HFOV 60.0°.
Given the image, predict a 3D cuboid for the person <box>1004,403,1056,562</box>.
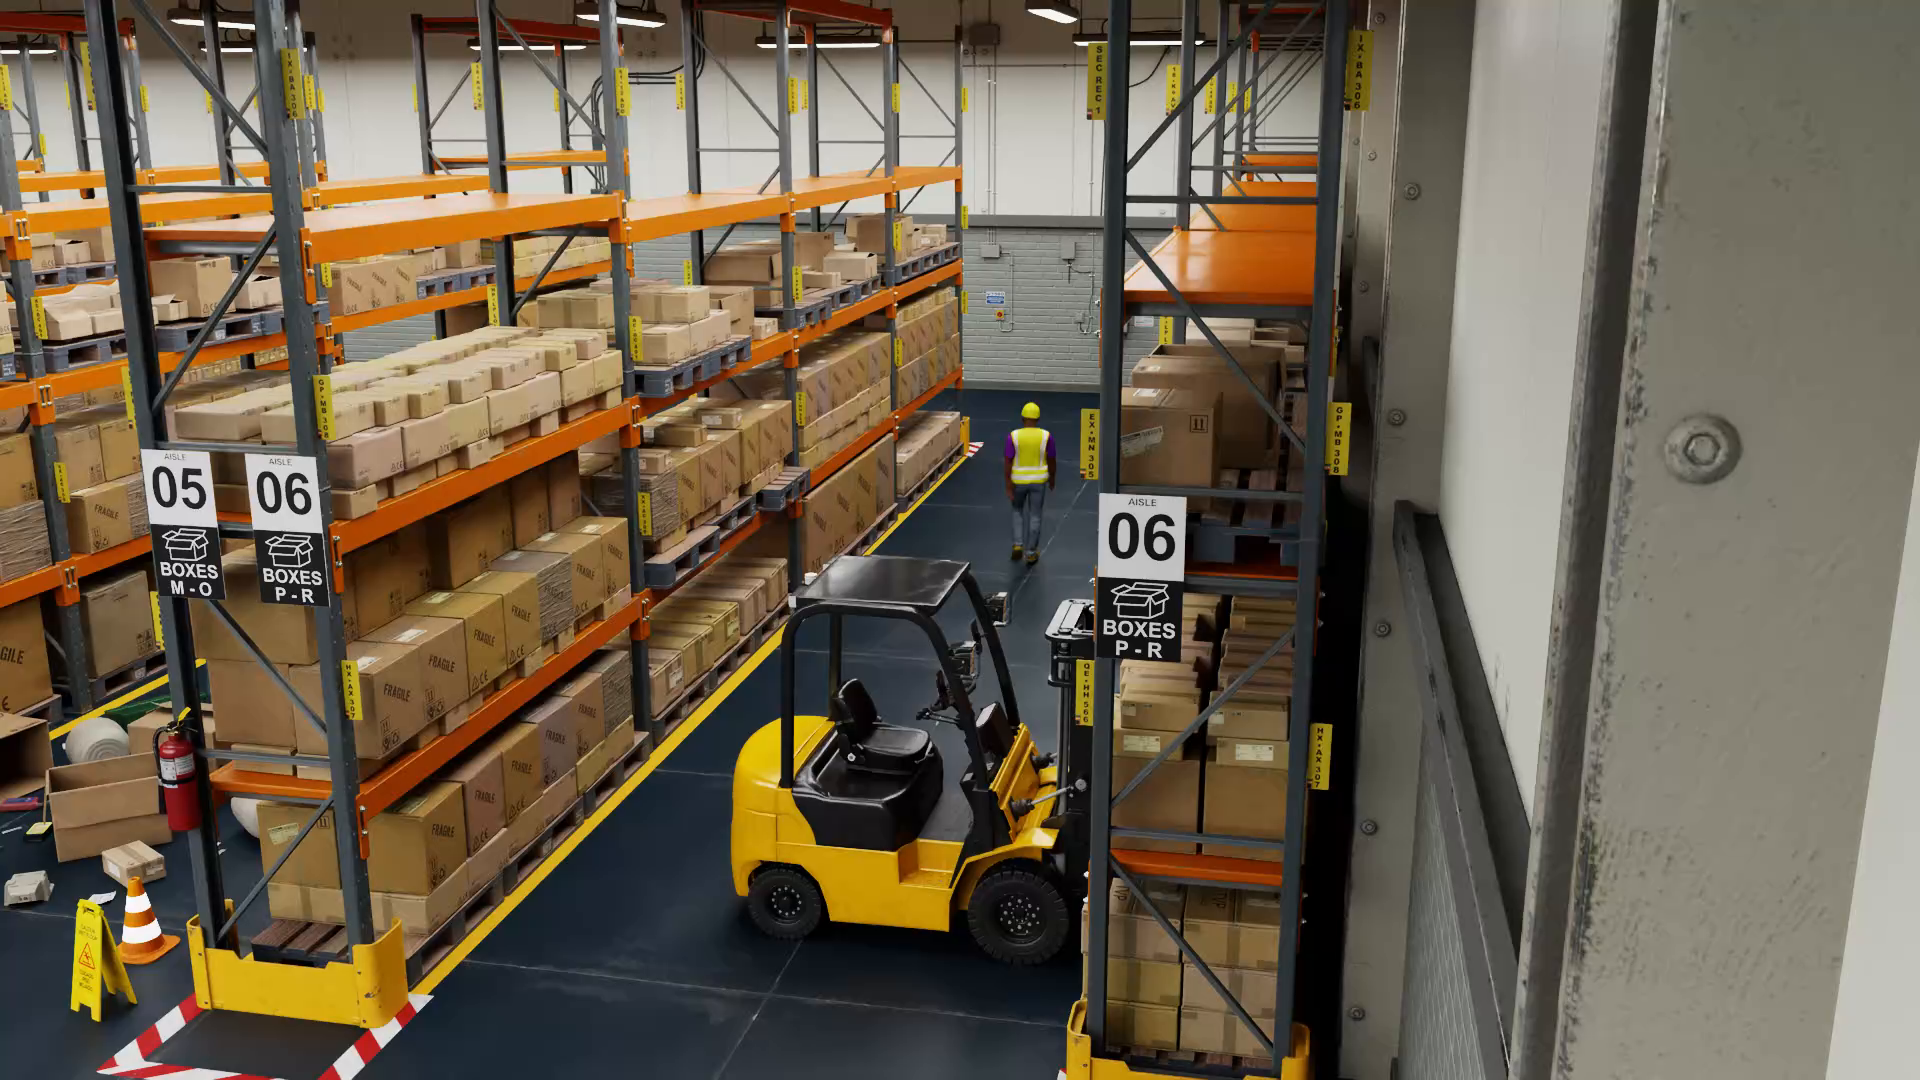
[{"bbox_3d":[0.776,-0.628,18.428,0.572,1.827,0.567,1,15,4],"label":"person"}]
